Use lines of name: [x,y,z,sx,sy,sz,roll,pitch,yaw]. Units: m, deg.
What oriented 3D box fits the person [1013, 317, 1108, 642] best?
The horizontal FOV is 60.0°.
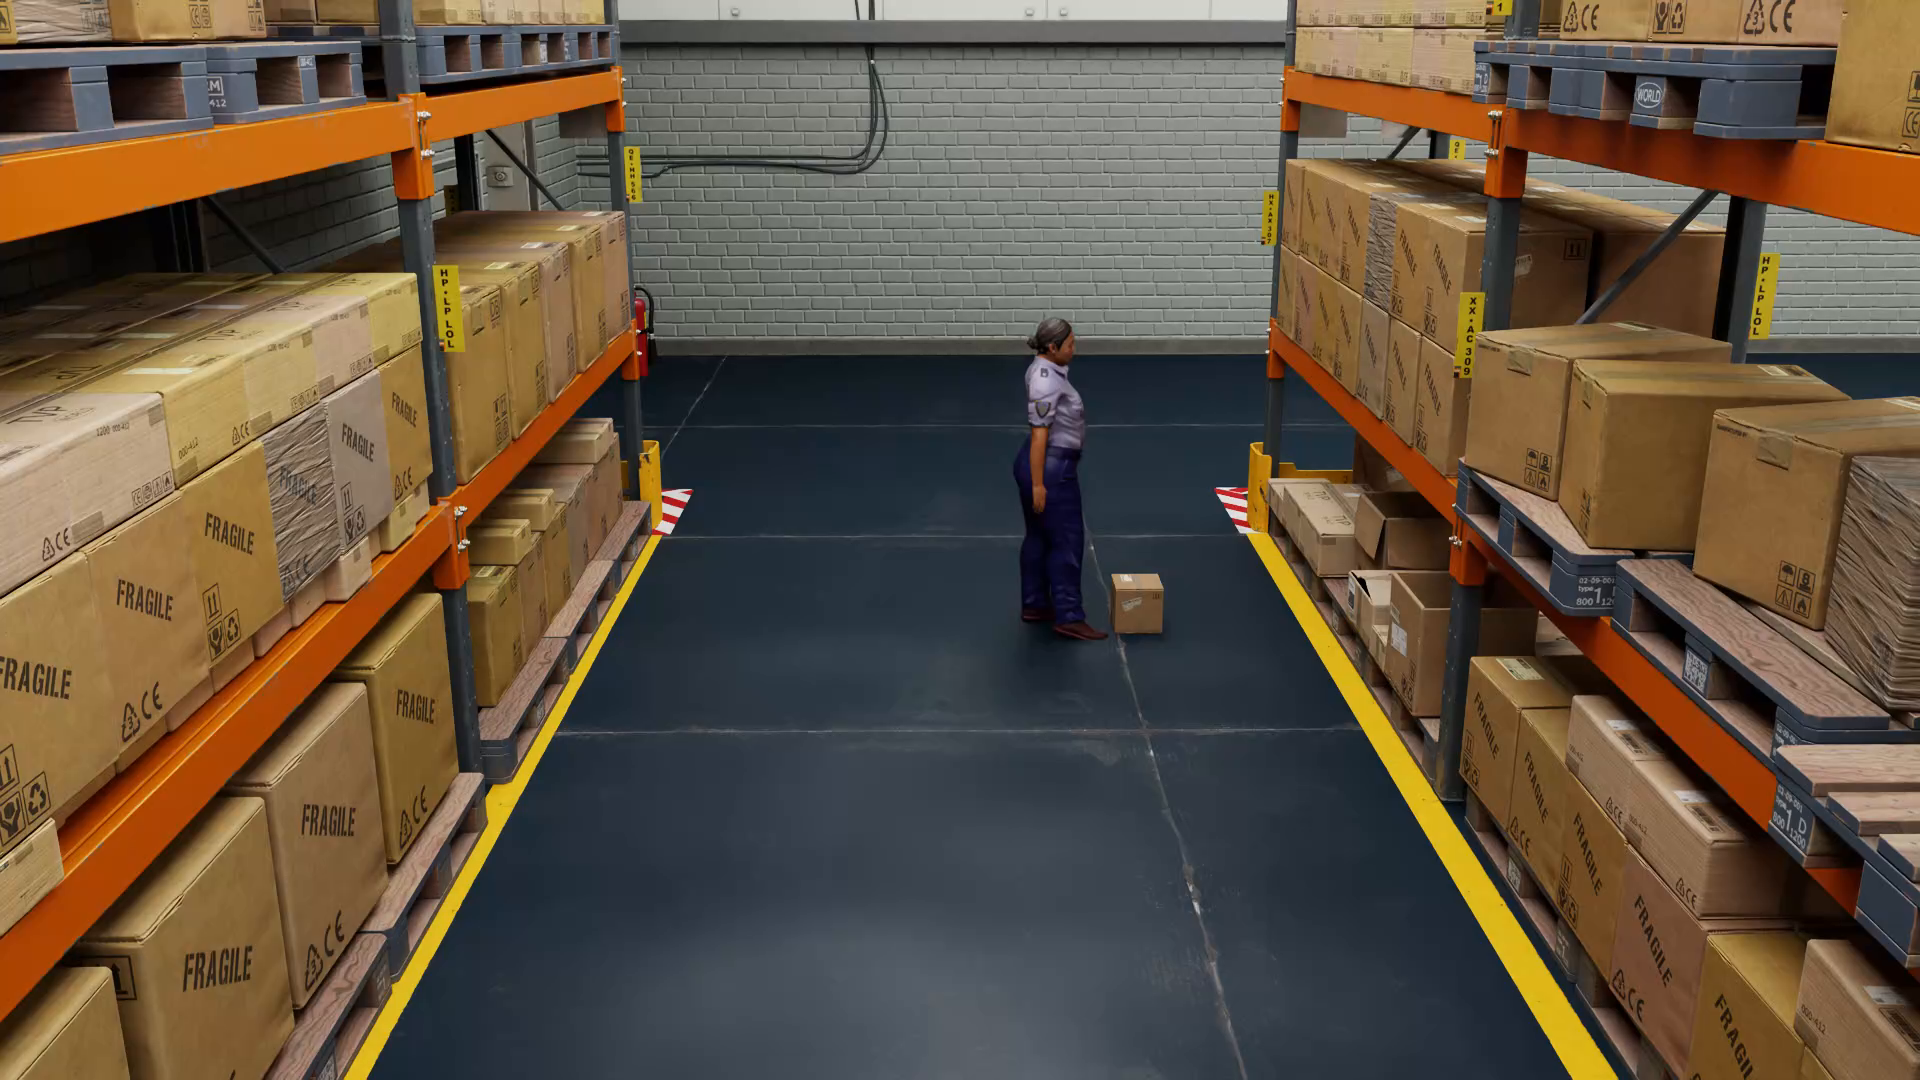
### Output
person: [0.522,-0.328,8.642,0.475,1.678,0.541,-2,17,-6]
